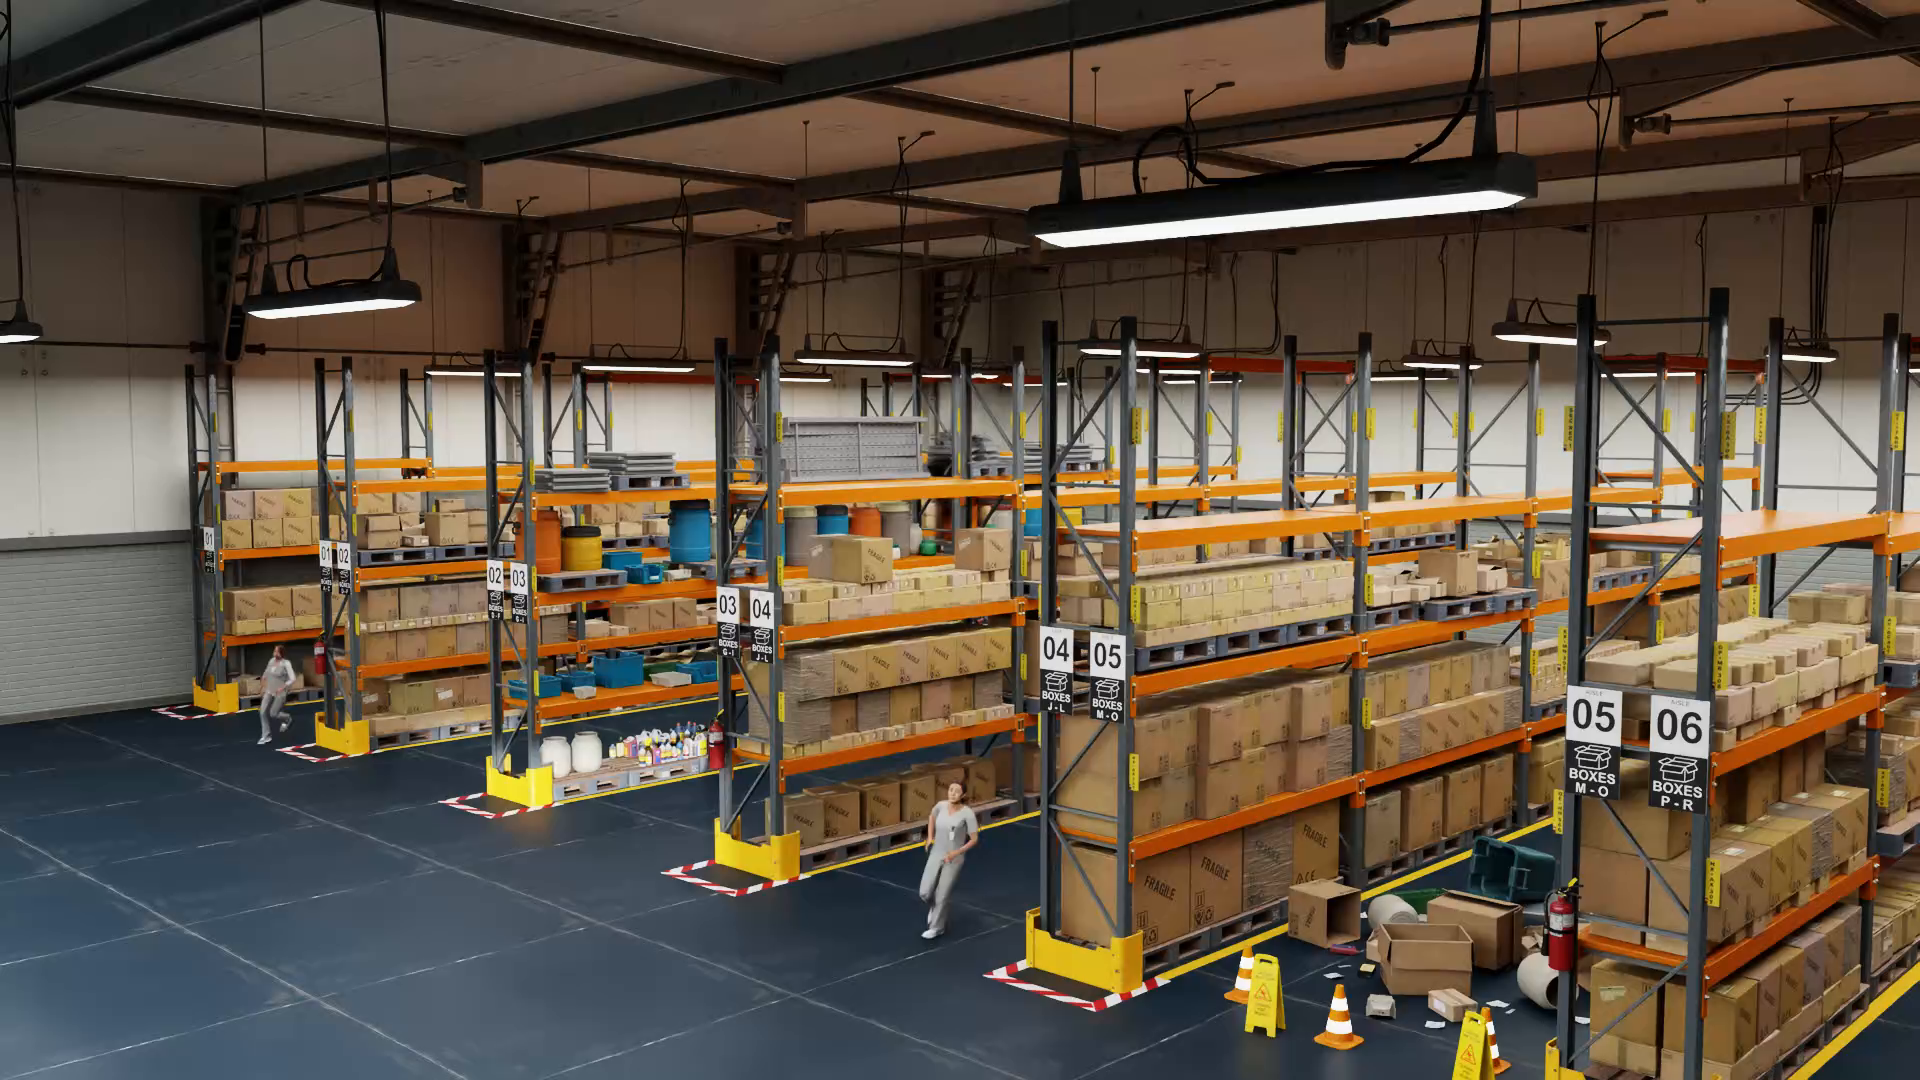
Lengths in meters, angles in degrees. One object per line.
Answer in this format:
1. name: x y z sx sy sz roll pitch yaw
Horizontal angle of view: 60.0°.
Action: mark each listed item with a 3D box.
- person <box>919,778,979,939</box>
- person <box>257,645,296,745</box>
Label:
1. person: -0.101 3.122 16.280 0.609 1.616 0.522 2 5 24
2. person: -10.683 2.409 26.094 0.590 1.560 0.645 1 5 15
